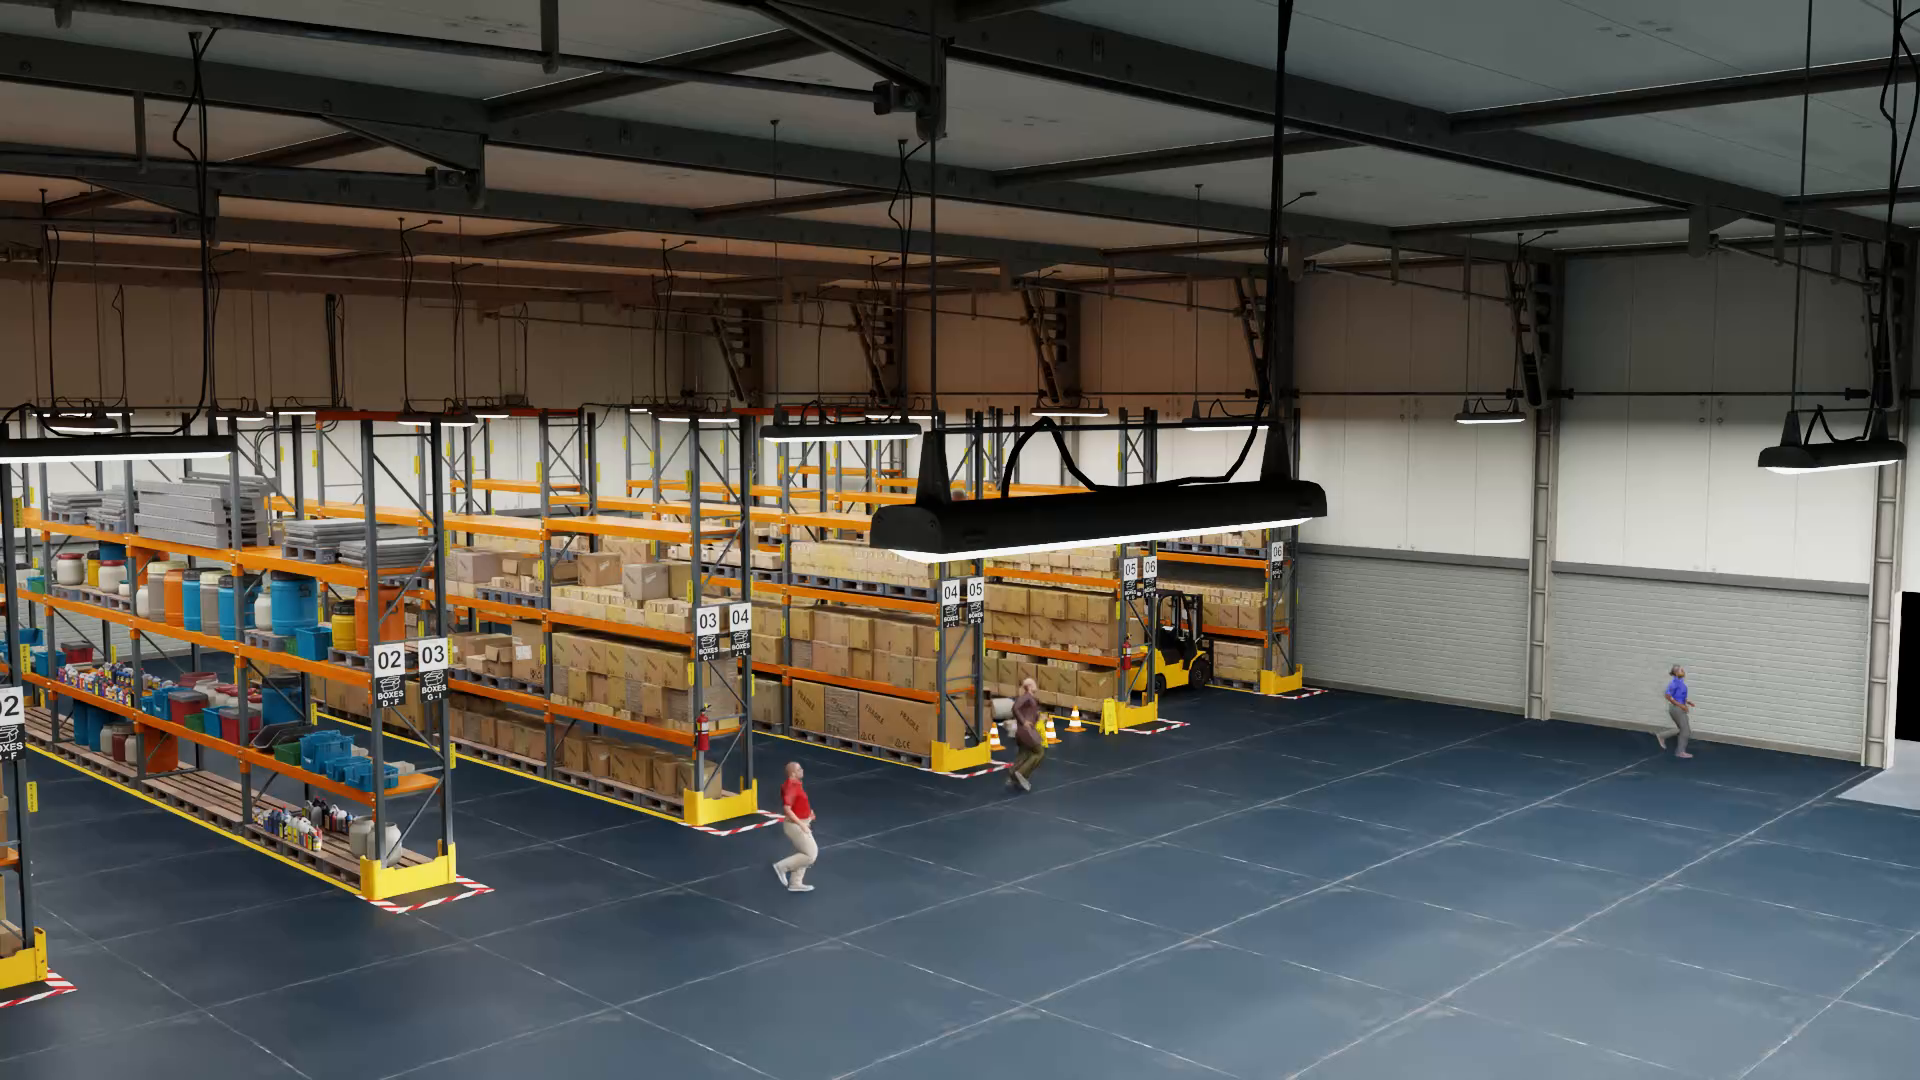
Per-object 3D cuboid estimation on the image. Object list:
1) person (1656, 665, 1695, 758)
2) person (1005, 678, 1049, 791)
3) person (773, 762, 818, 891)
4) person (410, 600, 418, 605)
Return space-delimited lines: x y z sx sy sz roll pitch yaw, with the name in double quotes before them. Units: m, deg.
"person" 12.446 2.966 28.943 0.644 1.605 0.577 4 6 36
"person" 1.080 3.101 26.732 0.722 1.753 0.730 0 5 -1
"person" -2.094 3.640 21.073 0.592 1.667 0.679 -1 5 -14
"person" -12.704 2.155 38.545 0.589 1.532 0.650 -2 5 -17
